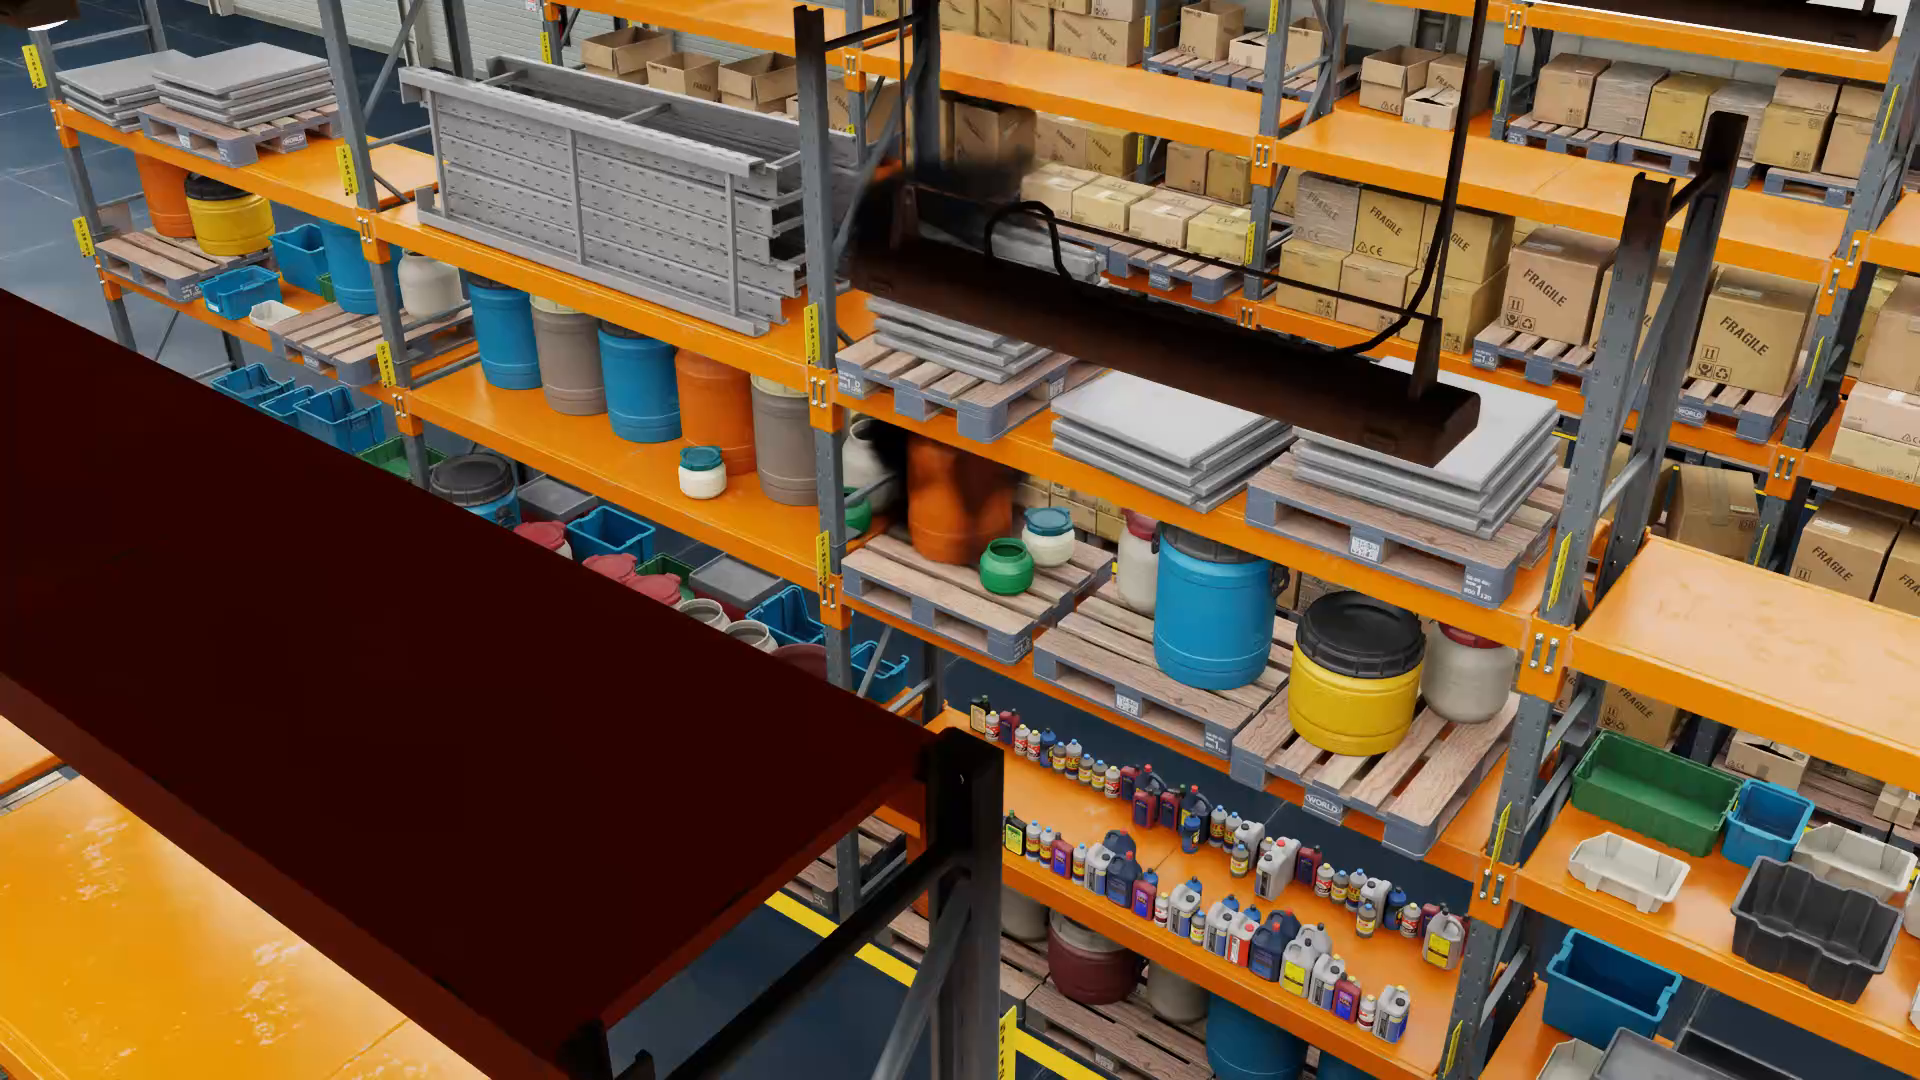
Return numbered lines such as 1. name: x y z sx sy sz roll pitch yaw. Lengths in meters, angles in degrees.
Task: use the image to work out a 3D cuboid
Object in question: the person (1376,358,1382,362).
1. person: 3.889 -1.060 15.409 0.753 1.753 0.594 24 39 33
